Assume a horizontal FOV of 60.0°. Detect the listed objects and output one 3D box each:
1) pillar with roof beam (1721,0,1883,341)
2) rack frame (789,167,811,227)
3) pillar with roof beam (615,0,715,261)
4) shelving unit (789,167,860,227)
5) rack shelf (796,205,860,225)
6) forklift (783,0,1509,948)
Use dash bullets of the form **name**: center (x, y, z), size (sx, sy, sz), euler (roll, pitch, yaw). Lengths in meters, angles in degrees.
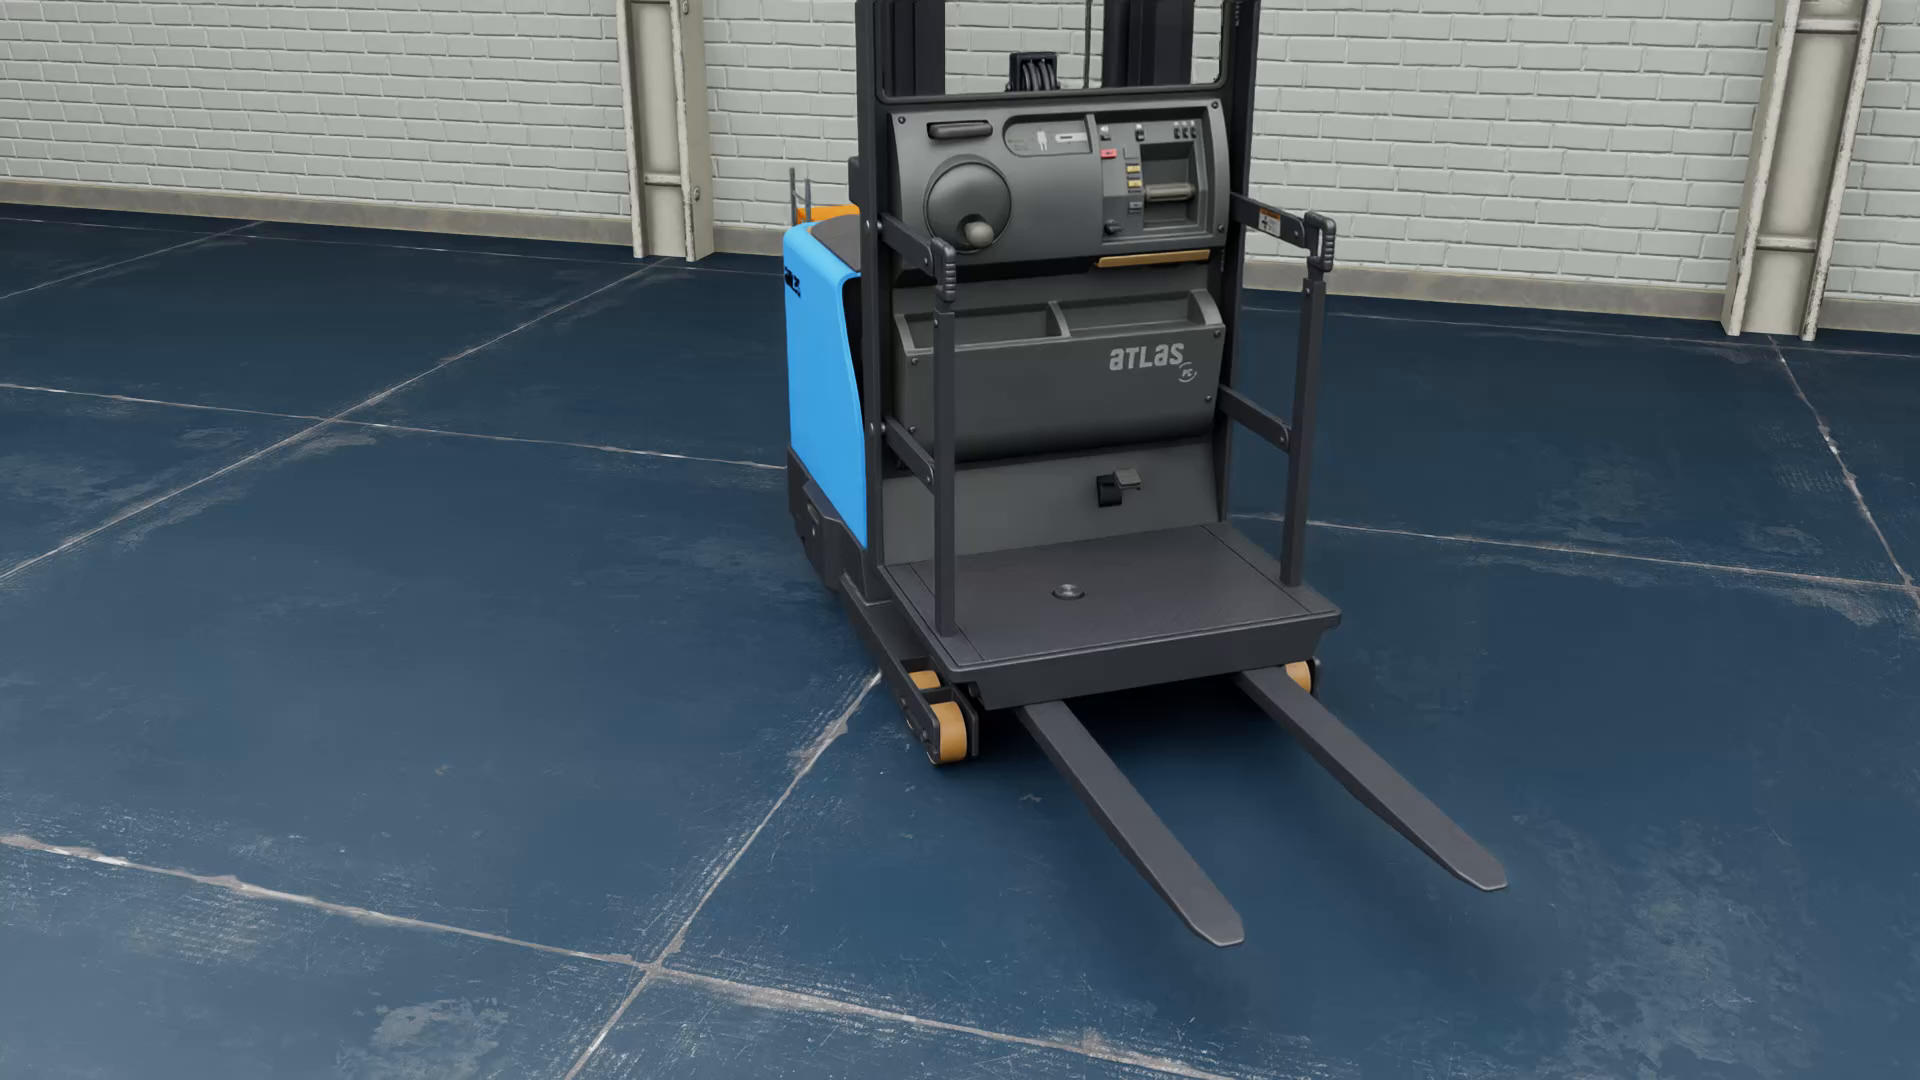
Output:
- **pillar with roof beam**: center (2.799, -3.652, 2.816), size (0.400, 9.000, 9.100), euler (7, 23, 16)
- **rack frame**: center (-0.545, -0.690, 5.872), size (0.015, 1.200, 0.240), euler (-7, 23, -17)
- **pillar with roof beam**: center (-2.946, -4.310, 4.419), size (0.400, 9.000, 9.100), euler (7, 23, 16)
- **shelving unit**: center (-0.314, -0.720, 5.945), size (0.503, 1.200, 0.258), euler (-7, 23, -17)
- **rack shelf**: center (-0.314, -1.084, 5.796), size (0.480, 0.148, 0.258), euler (-7, 23, -17)
- **forklift**: center (0.346, -0.941, 4.202), size (1.130, 2.935, 3.031), euler (-7, 23, -17)
